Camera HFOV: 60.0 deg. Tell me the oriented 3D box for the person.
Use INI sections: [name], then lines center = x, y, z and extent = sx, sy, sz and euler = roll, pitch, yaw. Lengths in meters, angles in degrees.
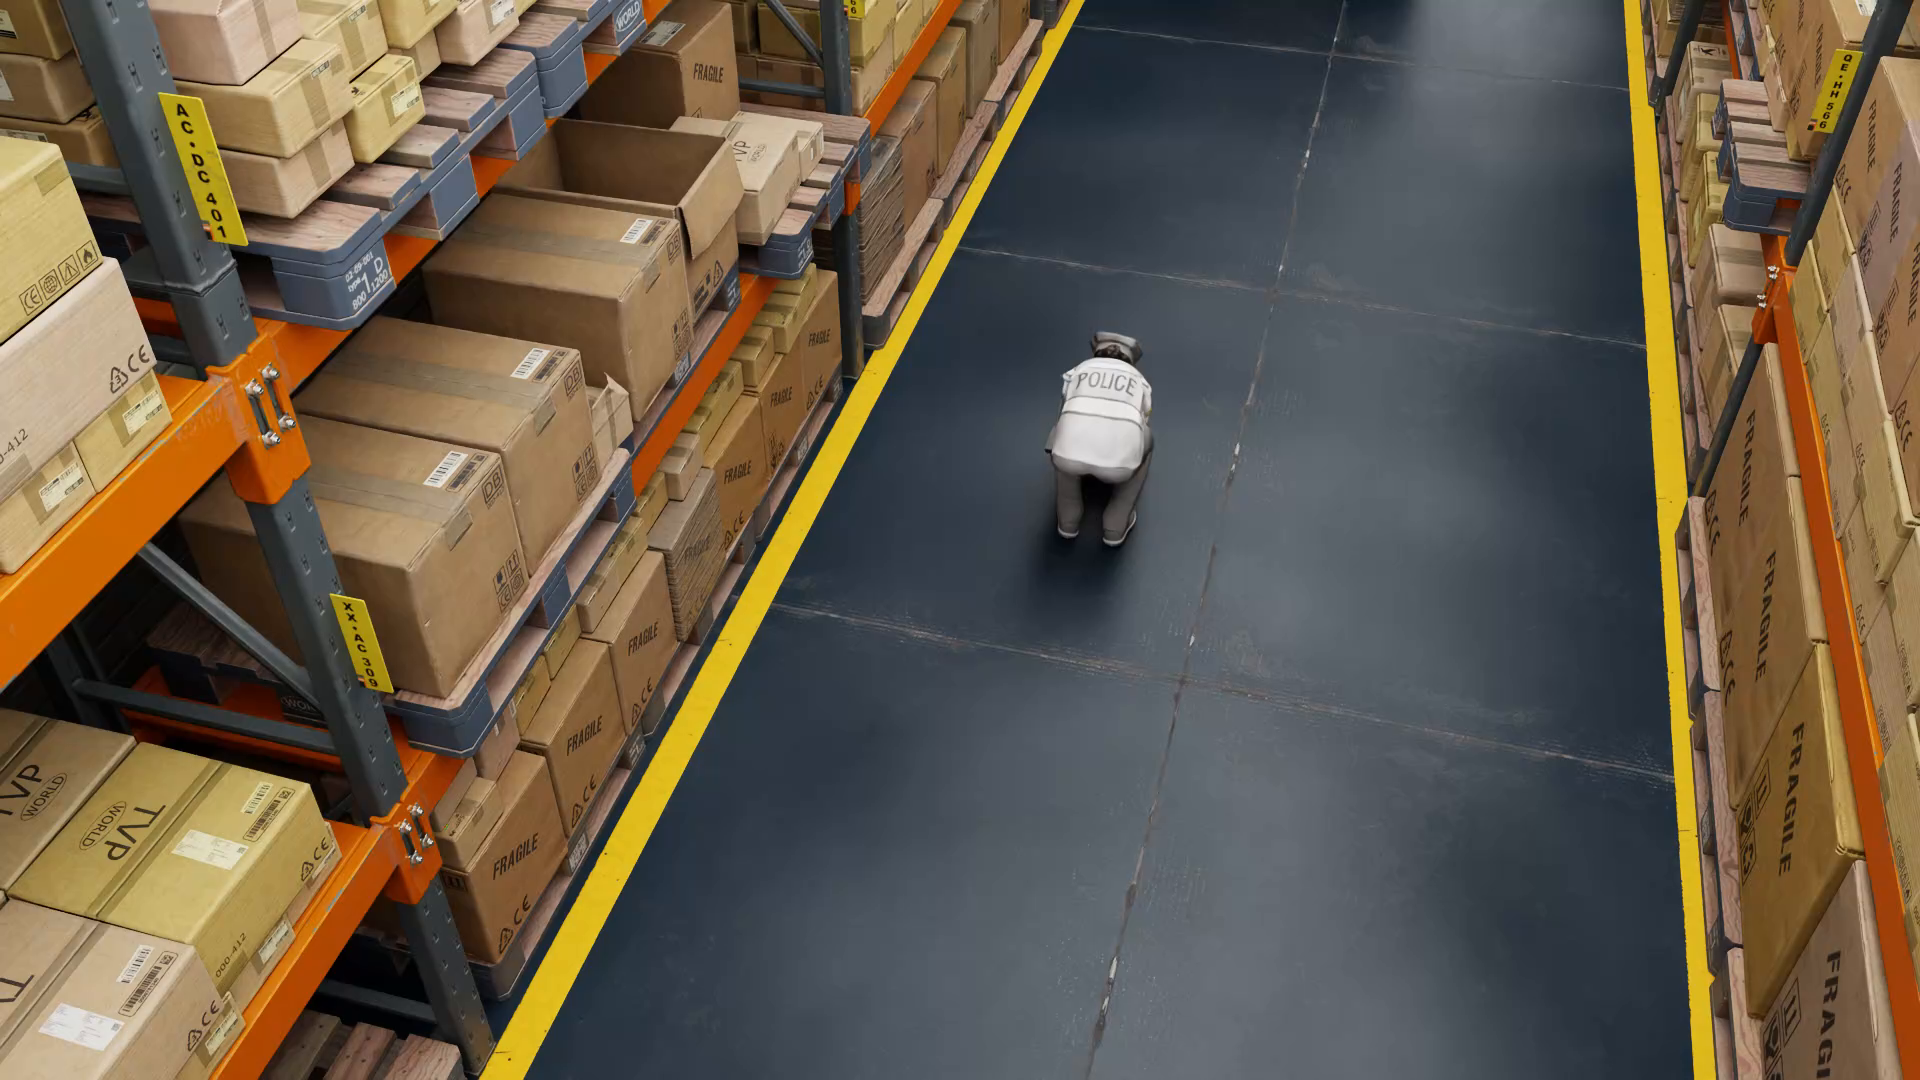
[person]
center = 0.630, -0.424, 7.332
extent = 0.445, 0.801, 0.924
euler = 9, 42, 10
